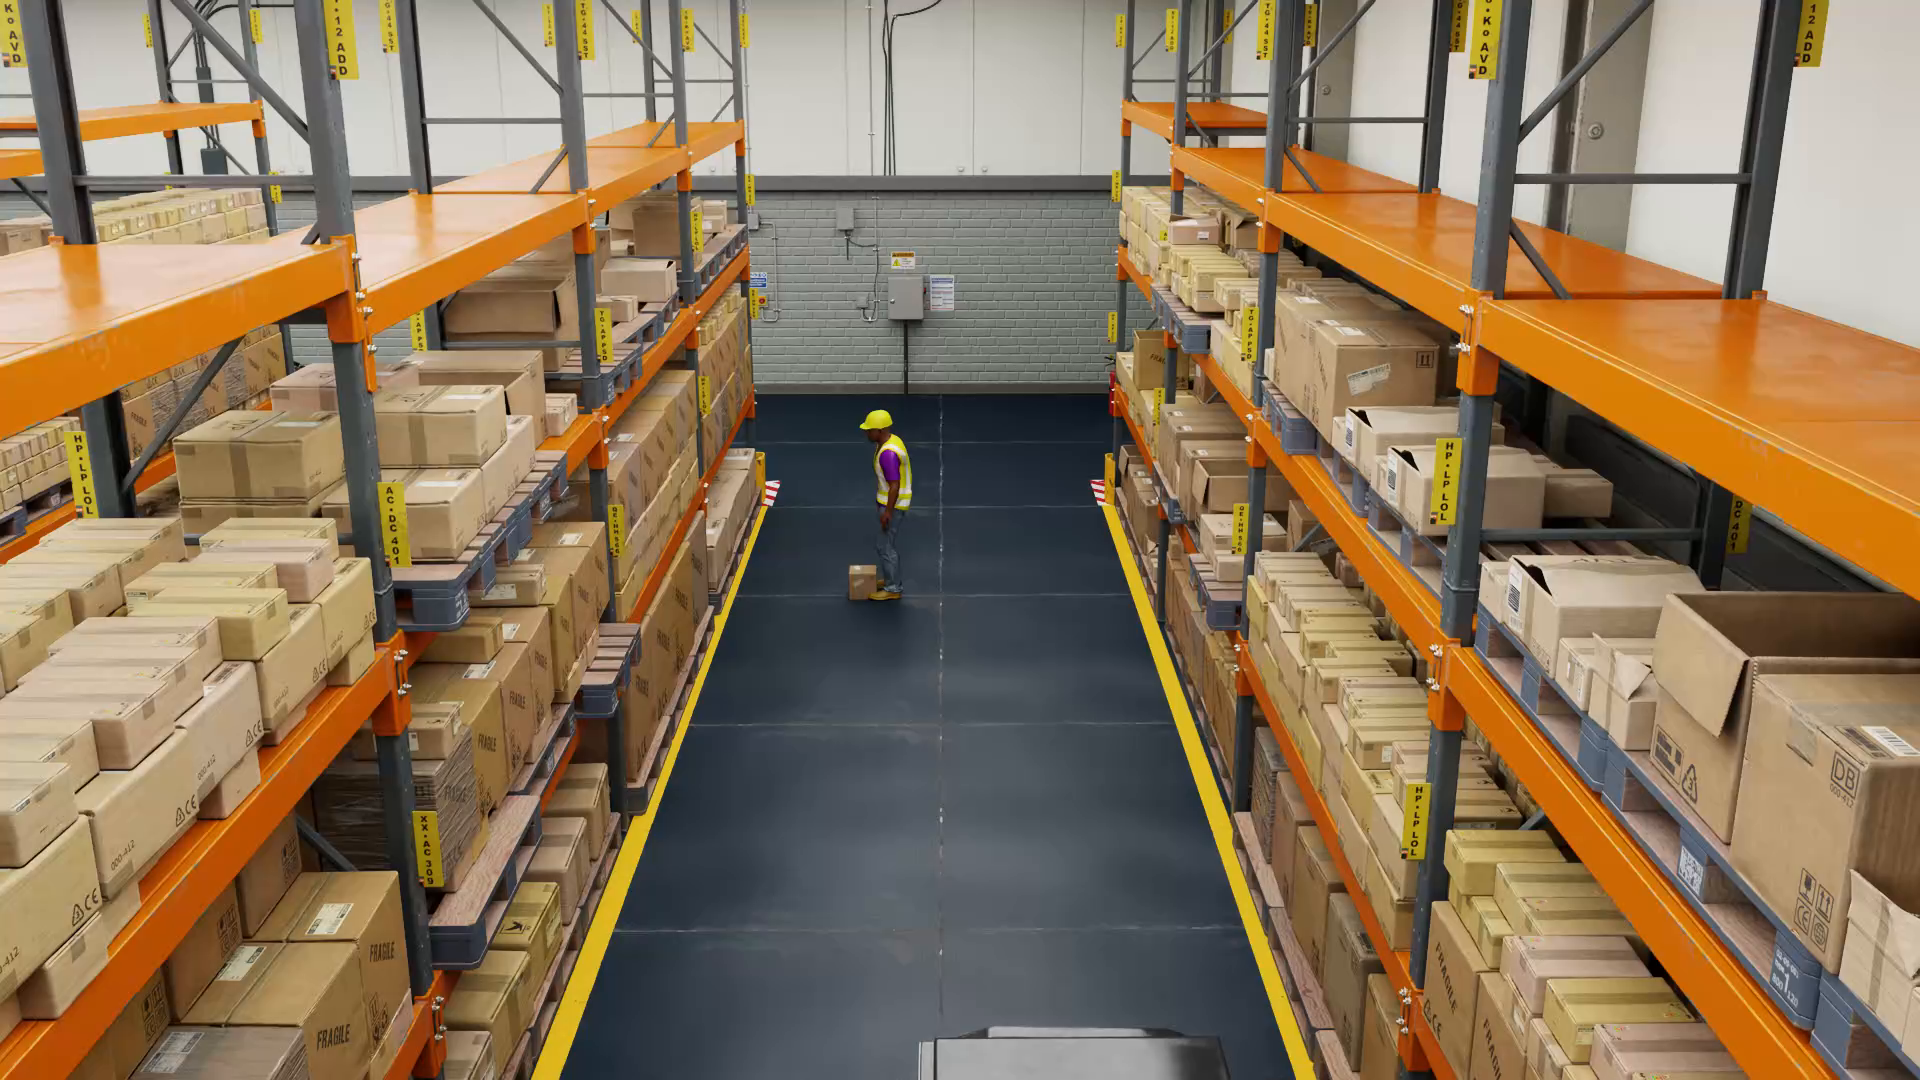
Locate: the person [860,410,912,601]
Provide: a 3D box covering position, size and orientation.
[{"bbox_3d":[-0.670,-0.331,15.175,0.460,1.759,0.629,-1,17,-4],"label":"person"}]
